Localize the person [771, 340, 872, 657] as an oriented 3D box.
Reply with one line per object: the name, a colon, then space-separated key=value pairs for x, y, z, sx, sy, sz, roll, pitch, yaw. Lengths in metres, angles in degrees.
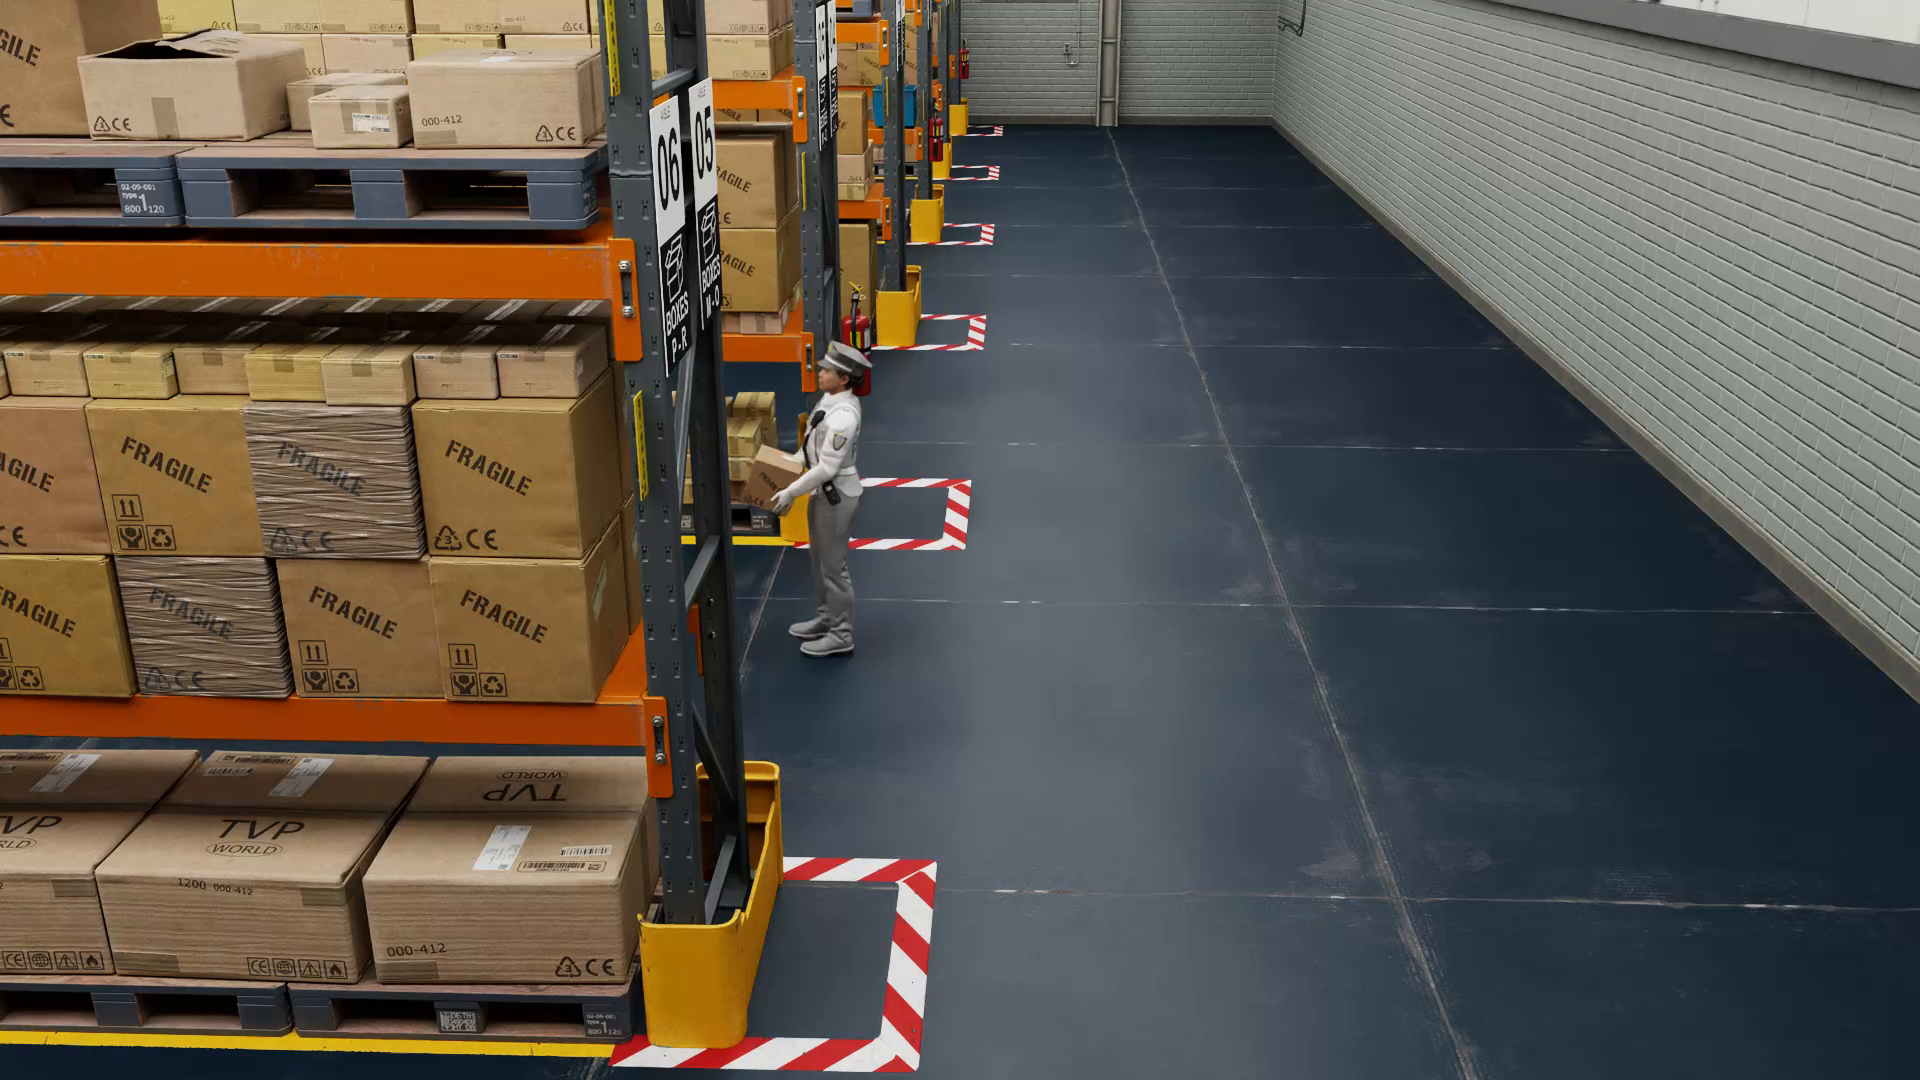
person: x=-0.721 y=-0.217 z=8.679 sx=0.543 sy=1.700 sz=0.494 roll=-3 pitch=21 yaw=-9
